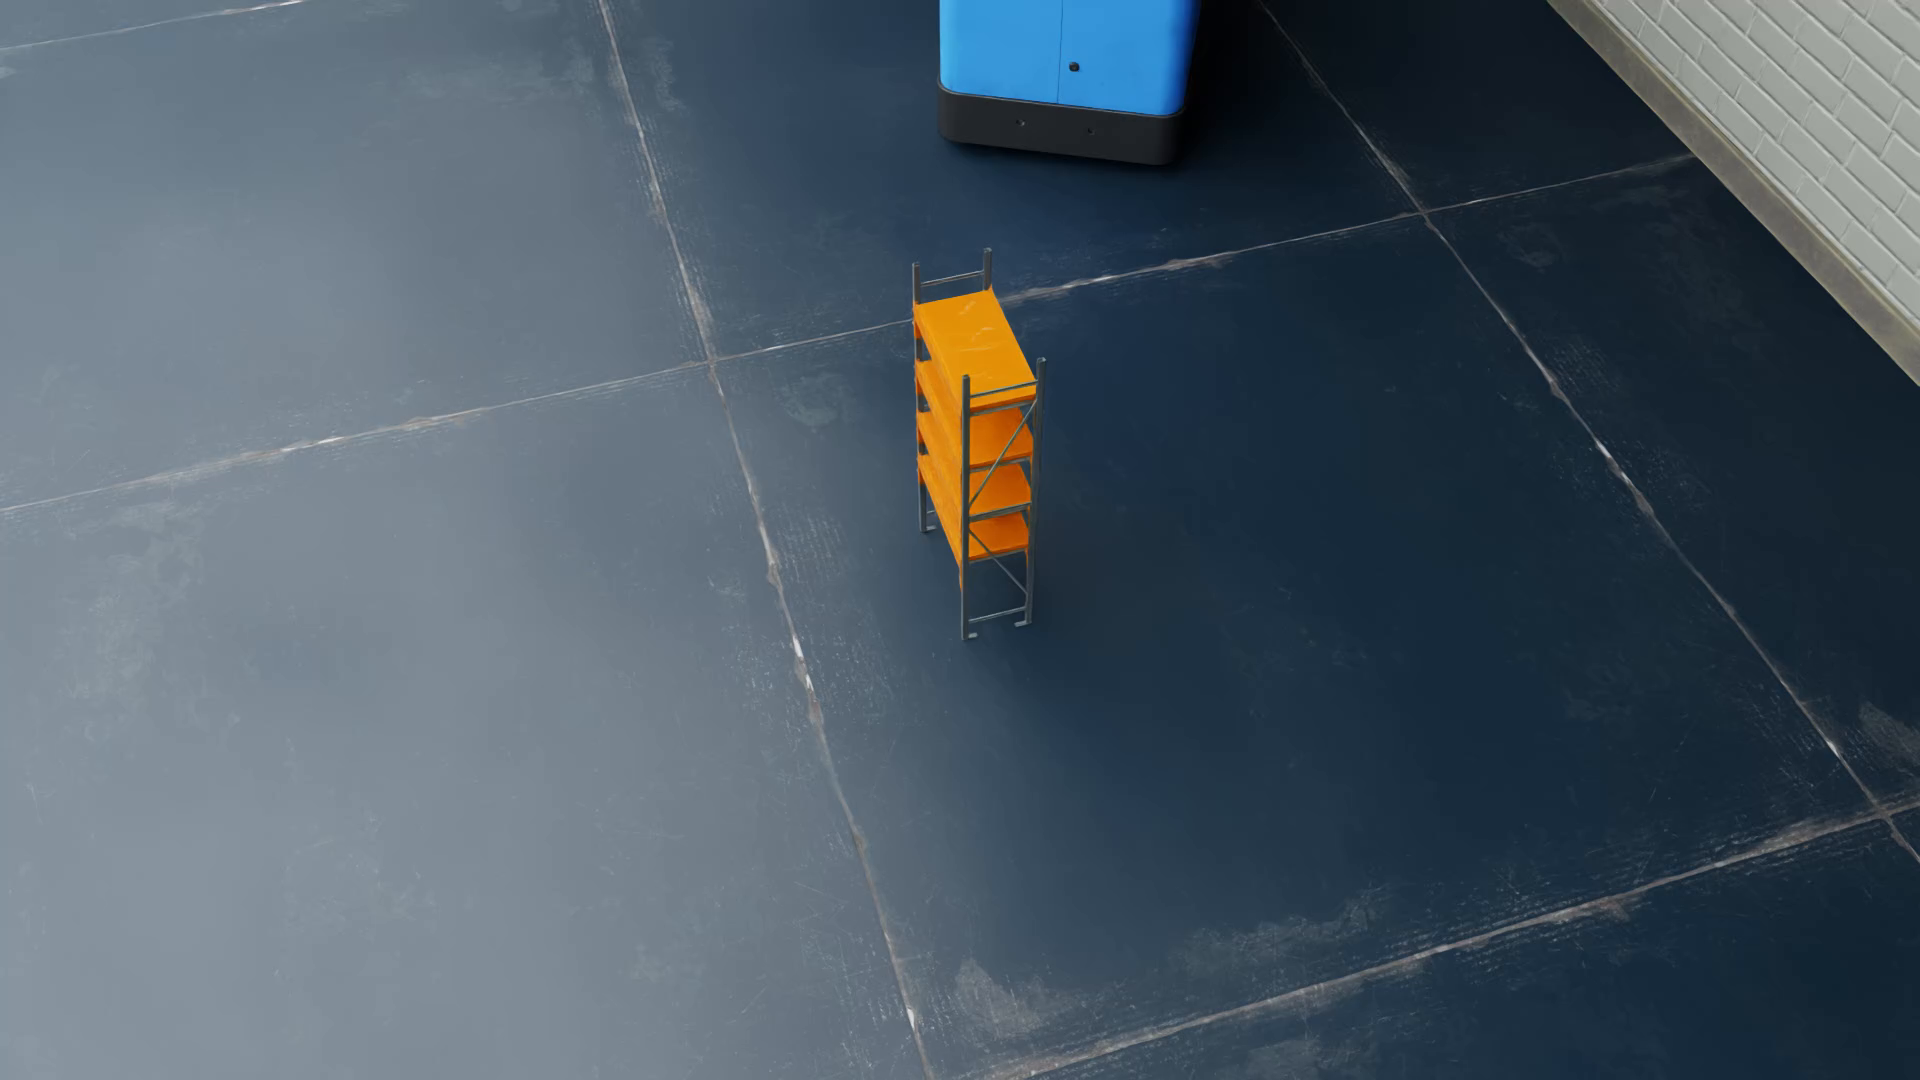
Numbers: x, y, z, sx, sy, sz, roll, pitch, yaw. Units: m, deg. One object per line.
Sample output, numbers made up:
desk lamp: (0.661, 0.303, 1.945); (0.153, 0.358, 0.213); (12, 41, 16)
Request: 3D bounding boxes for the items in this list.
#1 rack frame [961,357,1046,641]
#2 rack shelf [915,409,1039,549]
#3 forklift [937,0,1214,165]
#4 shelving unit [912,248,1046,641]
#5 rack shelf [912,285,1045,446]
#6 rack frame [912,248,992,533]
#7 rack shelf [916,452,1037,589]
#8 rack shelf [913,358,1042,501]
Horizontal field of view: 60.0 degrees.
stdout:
rack frame: (0.121, -0.088, 5.039); (0.240, 1.200, 0.015); (-13, 51, -11)
rack shelf: (0.049, -0.222, 5.241); (0.258, 0.148, 0.480); (-13, 51, -11)
forklift: (0.688, -3.670, 6.927); (1.130, 2.935, 3.031); (8, 50, 7)
shelving unit: (0.049, -0.266, 5.189); (0.258, 1.200, 0.503); (-13, 51, -11)
rack shelf: (0.049, -0.519, 4.889); (0.258, 0.148, 0.480); (-13, 51, -11)
rack frame: (-0.023, -0.444, 5.340); (0.240, 1.200, 0.015); (-13, 51, -11)
rack shelf: (0.049, -0.094, 5.393); (0.258, 0.148, 0.480); (-13, 51, -11)
rack shelf: (0.049, -0.367, 5.070); (0.258, 0.148, 0.480); (-13, 51, -11)
